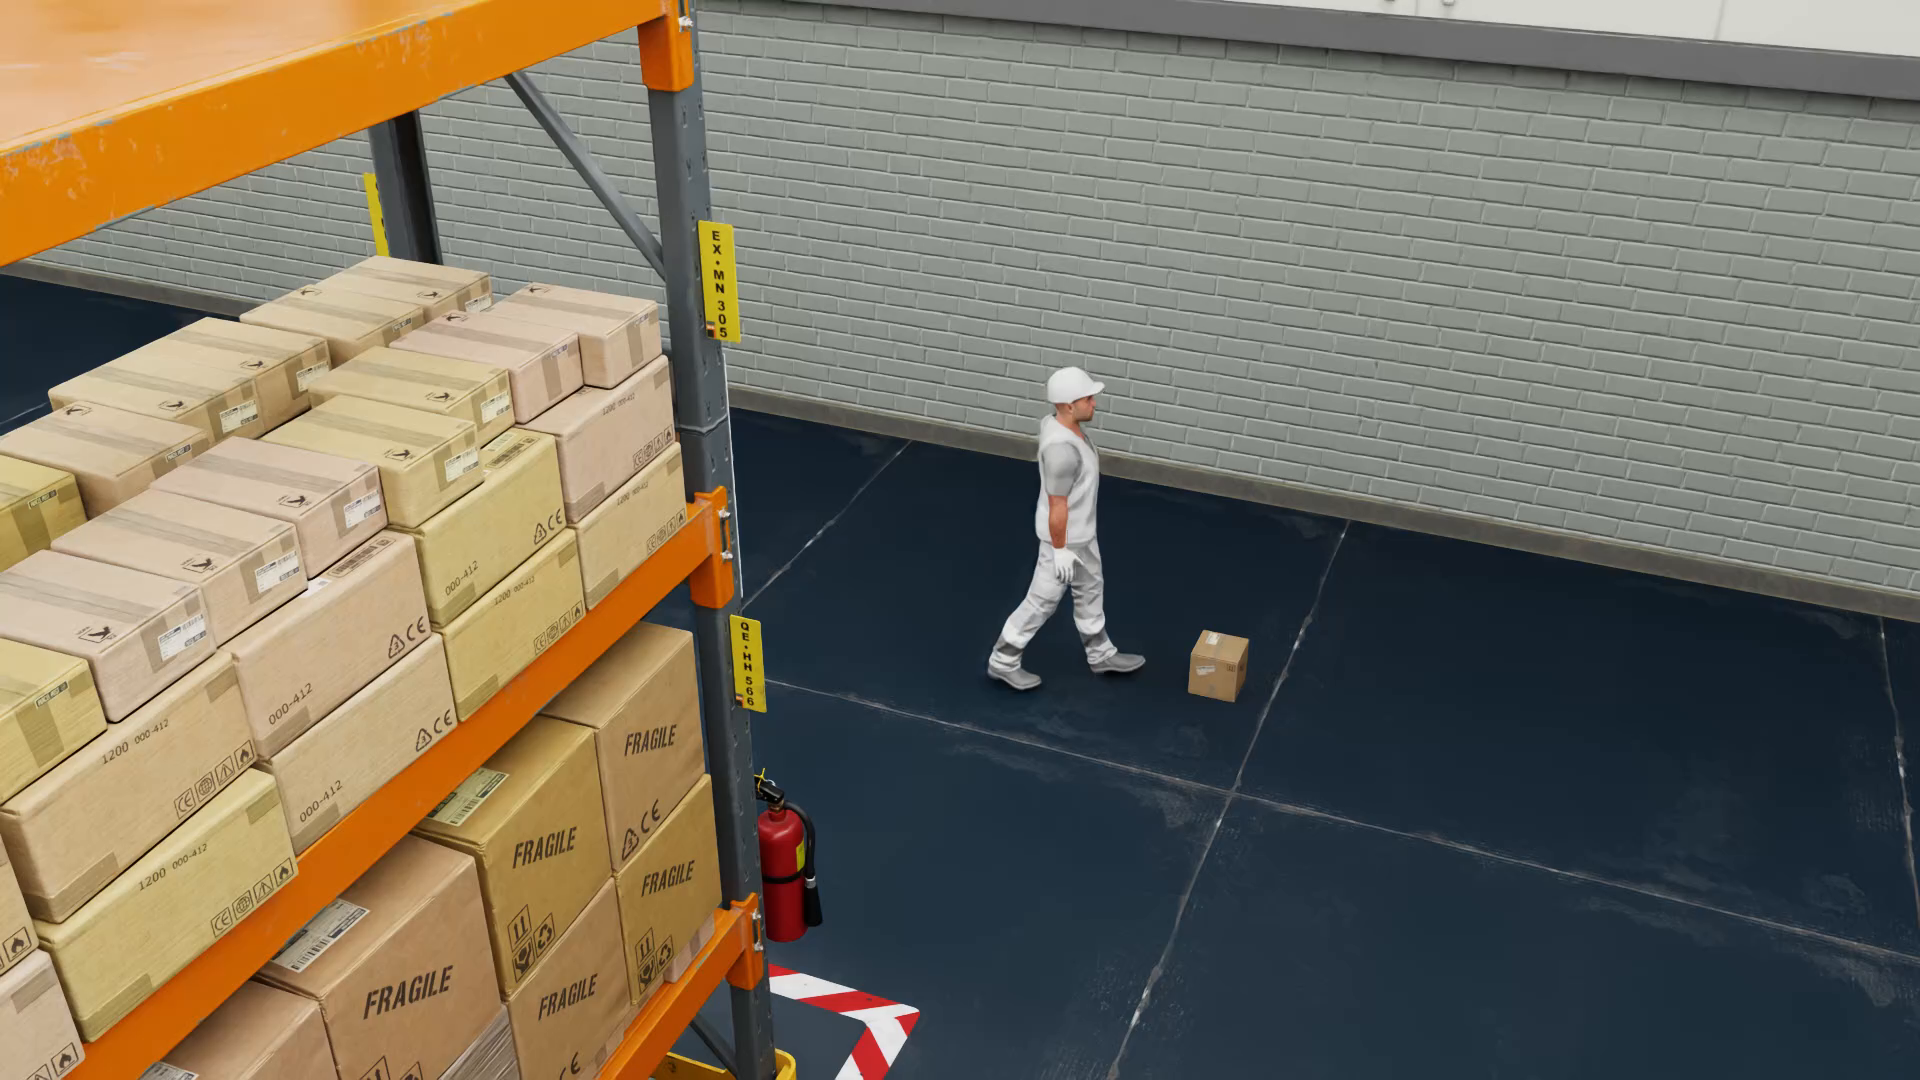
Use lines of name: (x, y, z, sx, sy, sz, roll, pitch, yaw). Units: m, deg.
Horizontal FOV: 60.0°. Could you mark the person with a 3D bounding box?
person: (0.570, -0.043, 8.461, 0.837, 1.784, 0.571, 3, 29, 5)
